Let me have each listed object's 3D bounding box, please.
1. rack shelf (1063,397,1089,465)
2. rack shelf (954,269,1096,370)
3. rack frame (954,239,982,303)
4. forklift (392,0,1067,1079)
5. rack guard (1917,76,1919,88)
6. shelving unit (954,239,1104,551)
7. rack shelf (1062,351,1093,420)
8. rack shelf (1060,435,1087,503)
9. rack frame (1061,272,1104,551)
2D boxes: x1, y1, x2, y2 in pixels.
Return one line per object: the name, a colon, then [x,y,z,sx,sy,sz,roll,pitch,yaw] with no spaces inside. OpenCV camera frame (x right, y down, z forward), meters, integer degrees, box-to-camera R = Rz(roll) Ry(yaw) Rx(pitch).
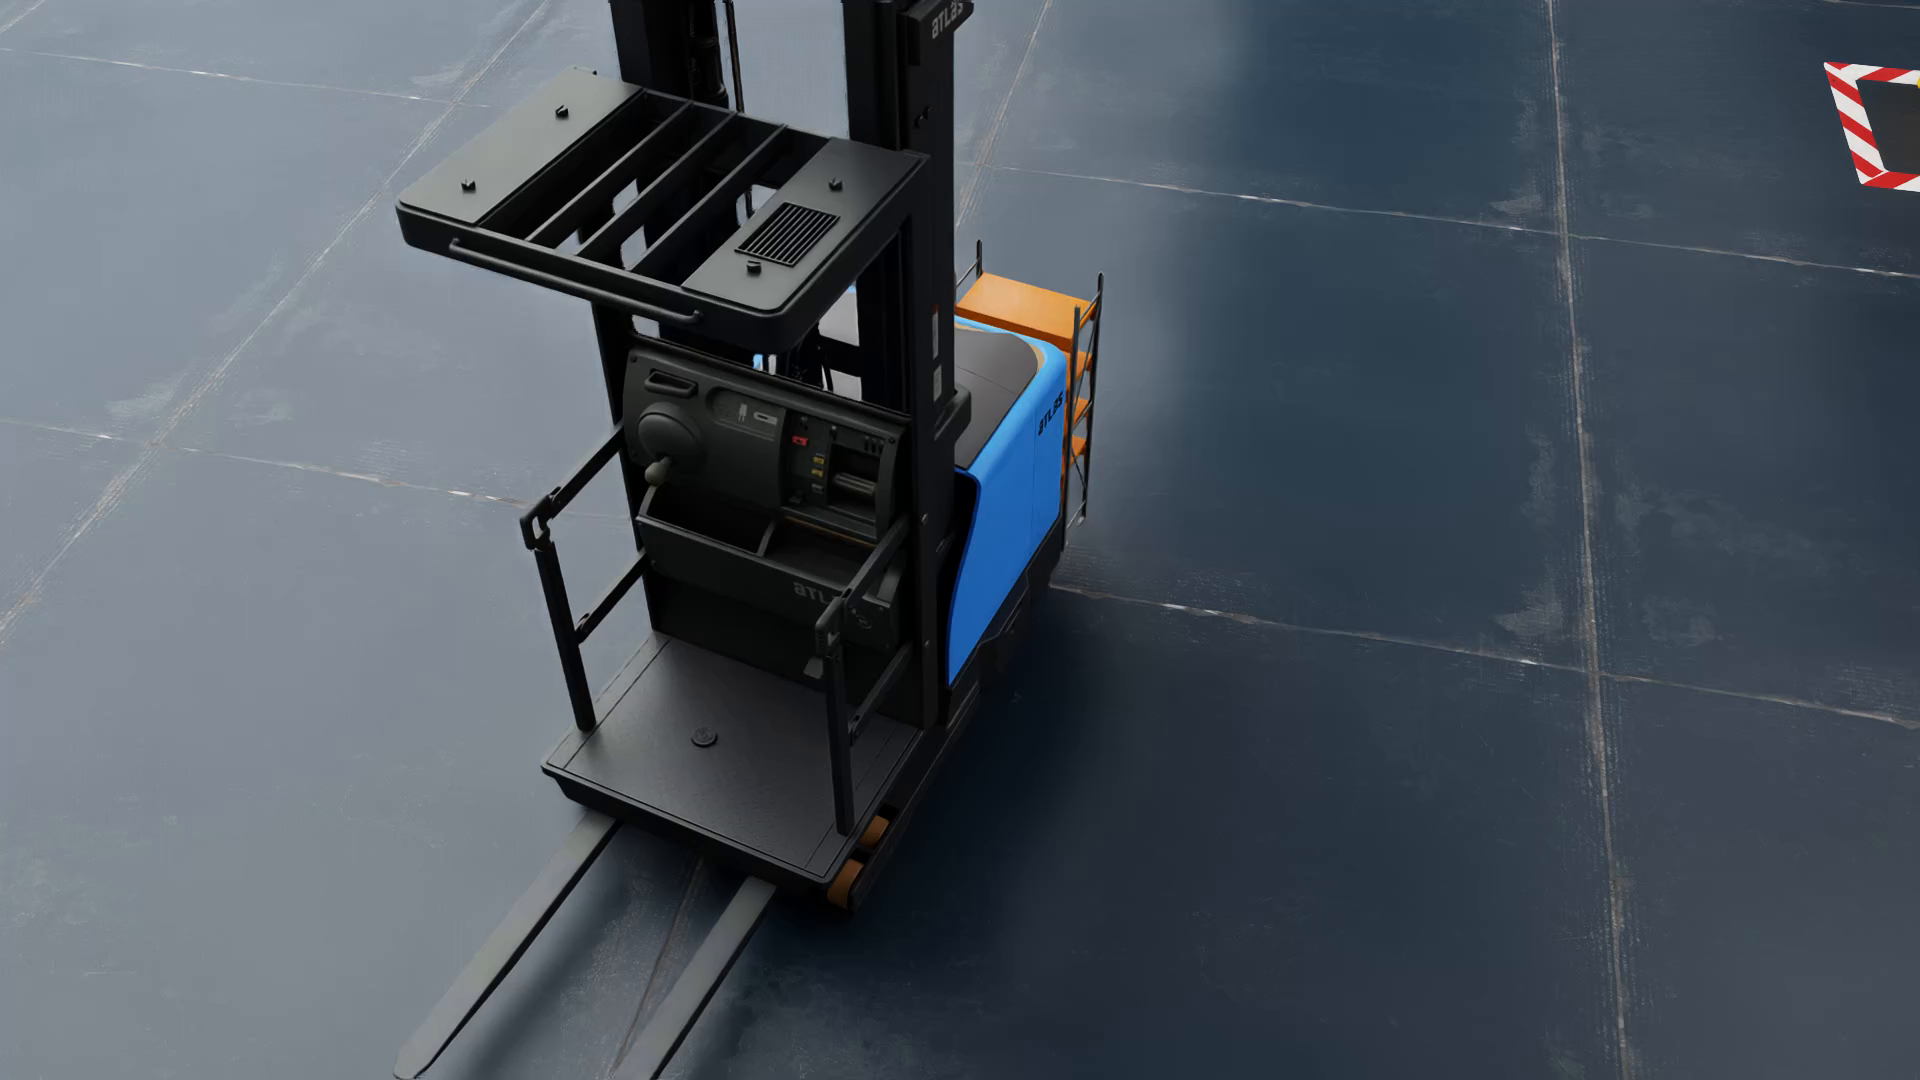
rack shelf: [0.243,-0.489,6.489,0.480,0.148,0.258,19,47,18]
rack shelf: [0.244,-0.821,6.171,0.480,0.148,0.258,19,47,18]
rack frame: [0.024,-0.611,6.519,0.015,1.200,0.240,19,47,18]
forklift: [-0.694,-0.194,4.838,1.130,2.935,3.031,18,47,18]
rack guard: [5.492,-2.399,8.881,0.348,0.500,1.175,9,45,9]
shelving unit: [0.243,-0.537,6.443,0.503,1.200,0.258,19,47,18]
rack shelf: [0.244,-0.650,6.334,0.480,0.148,0.258,19,47,18]
rack shelf: [0.243,-0.345,6.627,0.480,0.148,0.258,19,47,18]
rack frame: [0.463,-0.464,6.366,0.015,1.200,0.240,19,47,18]
